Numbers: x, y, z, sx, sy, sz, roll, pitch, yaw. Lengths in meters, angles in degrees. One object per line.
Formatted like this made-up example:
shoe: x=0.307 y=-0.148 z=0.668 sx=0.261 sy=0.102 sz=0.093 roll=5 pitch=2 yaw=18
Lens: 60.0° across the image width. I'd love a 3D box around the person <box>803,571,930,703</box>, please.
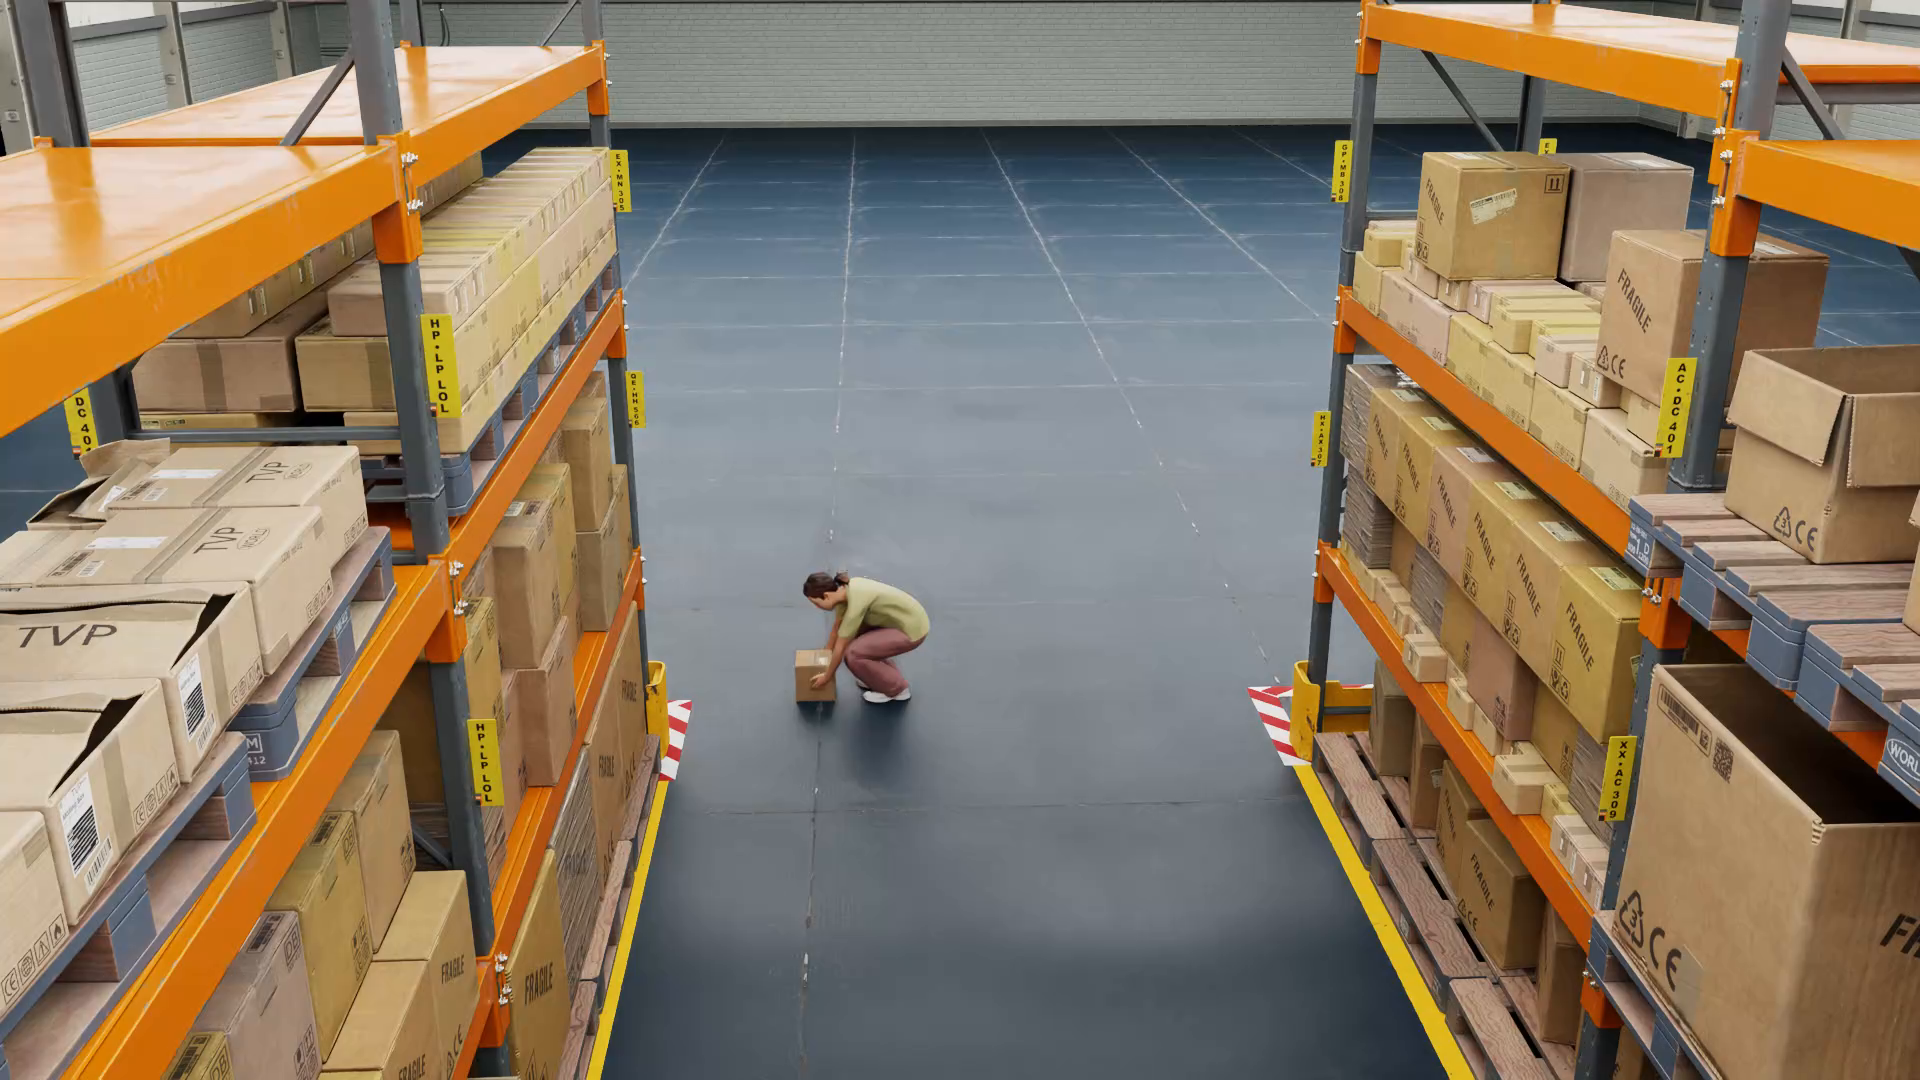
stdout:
person: x=-0.592 y=0.593 z=10.643 sx=0.801 sy=0.873 sz=0.478 roll=-1 pitch=21 yaw=-3
